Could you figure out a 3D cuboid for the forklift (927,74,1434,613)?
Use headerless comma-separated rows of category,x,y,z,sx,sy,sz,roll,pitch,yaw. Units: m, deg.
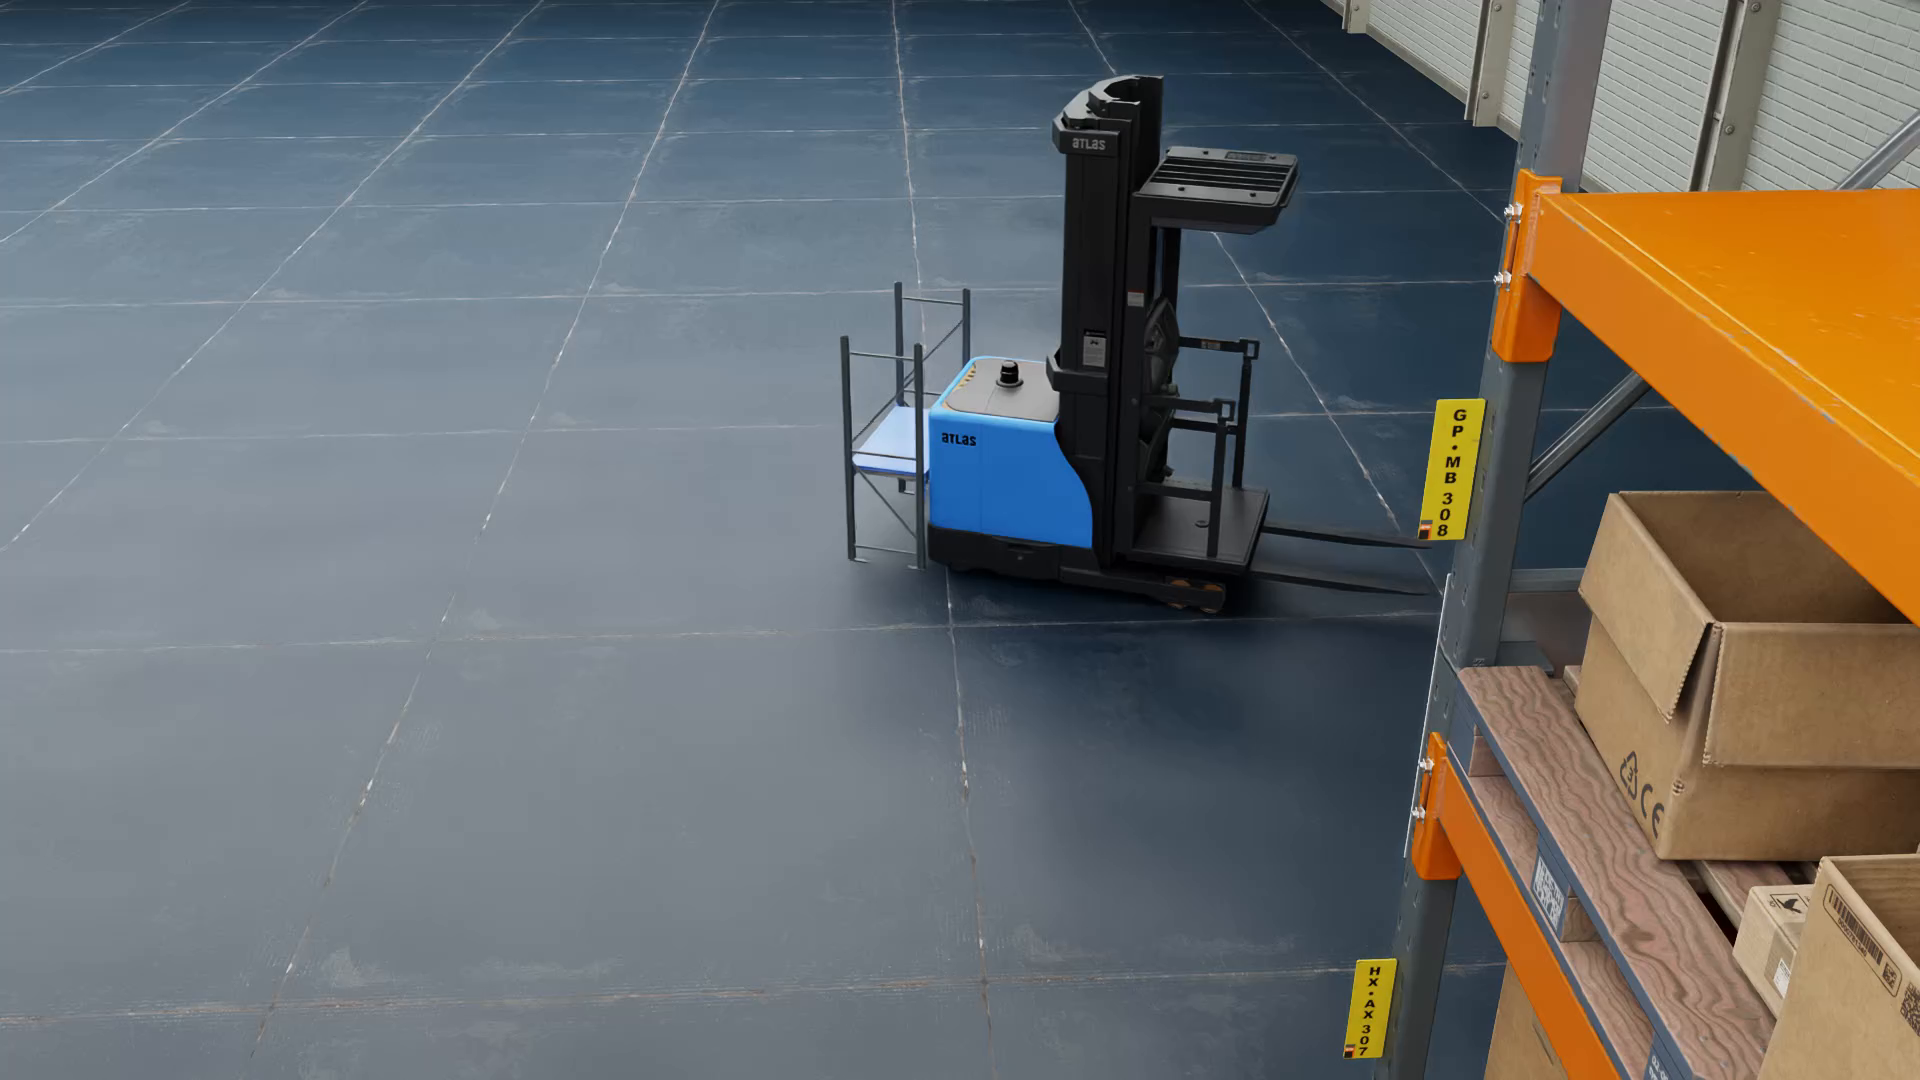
forklift,1.371,-1.139,9.764,3.031,2.935,1.130,8,29,15

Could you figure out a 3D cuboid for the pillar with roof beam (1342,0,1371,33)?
pillar with roof beam,1.886,-11.862,23.763,9.100,9.000,0.400,-1,28,-3

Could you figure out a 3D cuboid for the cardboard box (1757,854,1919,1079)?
cardboard box,1.405,0.747,2.116,0.500,0.500,0.500,-1,28,-3

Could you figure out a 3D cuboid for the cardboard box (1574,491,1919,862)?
cardboard box,1.617,0.238,3.090,0.797,0.503,0.637,0,28,1

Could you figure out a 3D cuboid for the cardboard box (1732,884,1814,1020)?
cardboard box,1.476,0.677,2.631,0.380,0.149,0.250,-1,28,-3

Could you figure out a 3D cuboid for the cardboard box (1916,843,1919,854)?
cardboard box,1.914,0.610,2.650,0.500,0.250,0.500,-1,28,-3

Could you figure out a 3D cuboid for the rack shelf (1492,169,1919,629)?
rack shelf,1.695,0.356,1.547,1.077,0.370,4.000,-1,28,-3

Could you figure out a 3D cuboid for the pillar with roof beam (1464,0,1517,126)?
pillar with roof beam,2.199,-9.091,18.450,9.100,9.000,0.400,-1,28,-3

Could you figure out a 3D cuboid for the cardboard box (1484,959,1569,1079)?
cardboard box,1.605,1.217,3.662,0.700,0.500,0.500,-1,28,-2

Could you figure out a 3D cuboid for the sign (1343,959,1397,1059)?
sign,1.036,1.188,4.207,0.100,0.325,0.005,-1,28,-3

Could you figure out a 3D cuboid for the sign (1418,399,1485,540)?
sign,1.036,-0.146,3.511,0.100,0.325,0.005,-1,28,-3

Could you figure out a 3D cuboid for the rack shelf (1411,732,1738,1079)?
rack shelf,1.695,1.509,2.148,1.077,0.370,4.000,-1,28,-3

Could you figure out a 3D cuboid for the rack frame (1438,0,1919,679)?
rack frame,1.591,-1.064,3.059,1.000,3.000,0.127,-1,28,-3

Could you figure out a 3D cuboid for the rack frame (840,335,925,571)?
rack frame,-0.463,-0.511,10.108,0.500,1.500,0.032,8,29,14

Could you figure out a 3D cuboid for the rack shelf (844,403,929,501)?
rack shelf,-0.321,-0.577,10.624,0.538,0.185,1.000,8,29,14

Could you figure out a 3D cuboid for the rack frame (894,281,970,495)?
rack frame,-0.178,-0.962,10.973,0.500,1.500,0.032,8,29,14

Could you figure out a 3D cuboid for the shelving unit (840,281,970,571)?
shelving unit,-0.321,-0.737,10.541,0.538,1.500,1.048,8,29,14

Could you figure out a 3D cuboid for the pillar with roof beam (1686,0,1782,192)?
pillar with roof beam,2.512,-6.320,13.137,9.100,9.000,0.400,-1,28,-3

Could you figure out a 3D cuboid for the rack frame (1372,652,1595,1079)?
rack frame,1.591,1.596,4.446,1.000,3.000,0.127,-1,28,-3

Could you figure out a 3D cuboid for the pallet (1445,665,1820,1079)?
pallet,1.602,0.633,3.145,1.003,0.211,1.213,-1,28,-3

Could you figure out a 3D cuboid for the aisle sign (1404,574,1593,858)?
aisle sign,1.282,0.421,3.889,0.394,0.787,0.004,-1,28,-3
